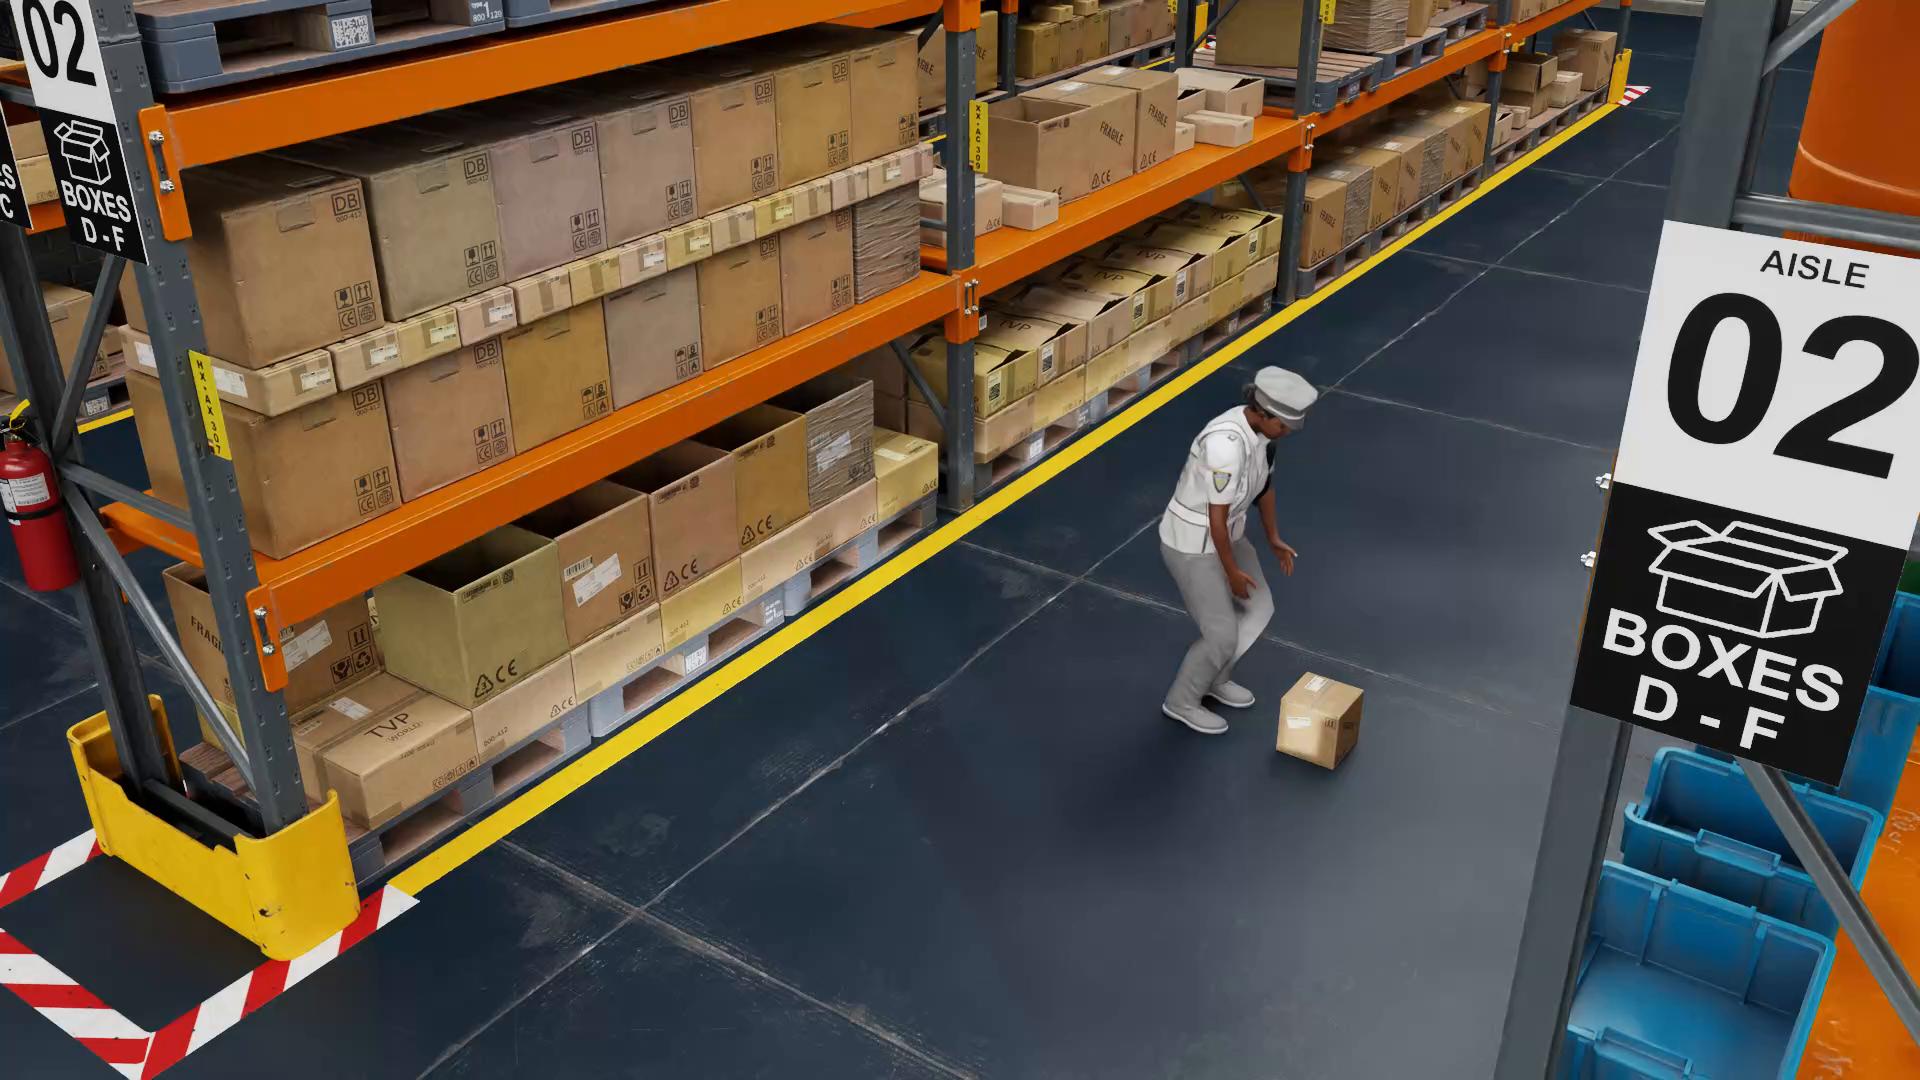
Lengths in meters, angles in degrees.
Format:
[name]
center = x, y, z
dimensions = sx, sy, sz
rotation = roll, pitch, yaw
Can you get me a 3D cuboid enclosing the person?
[person]
center = 1.101, 0.028, 6.706
dimensions = 0.563, 1.546, 0.480
rotation = 18, 32, 31
